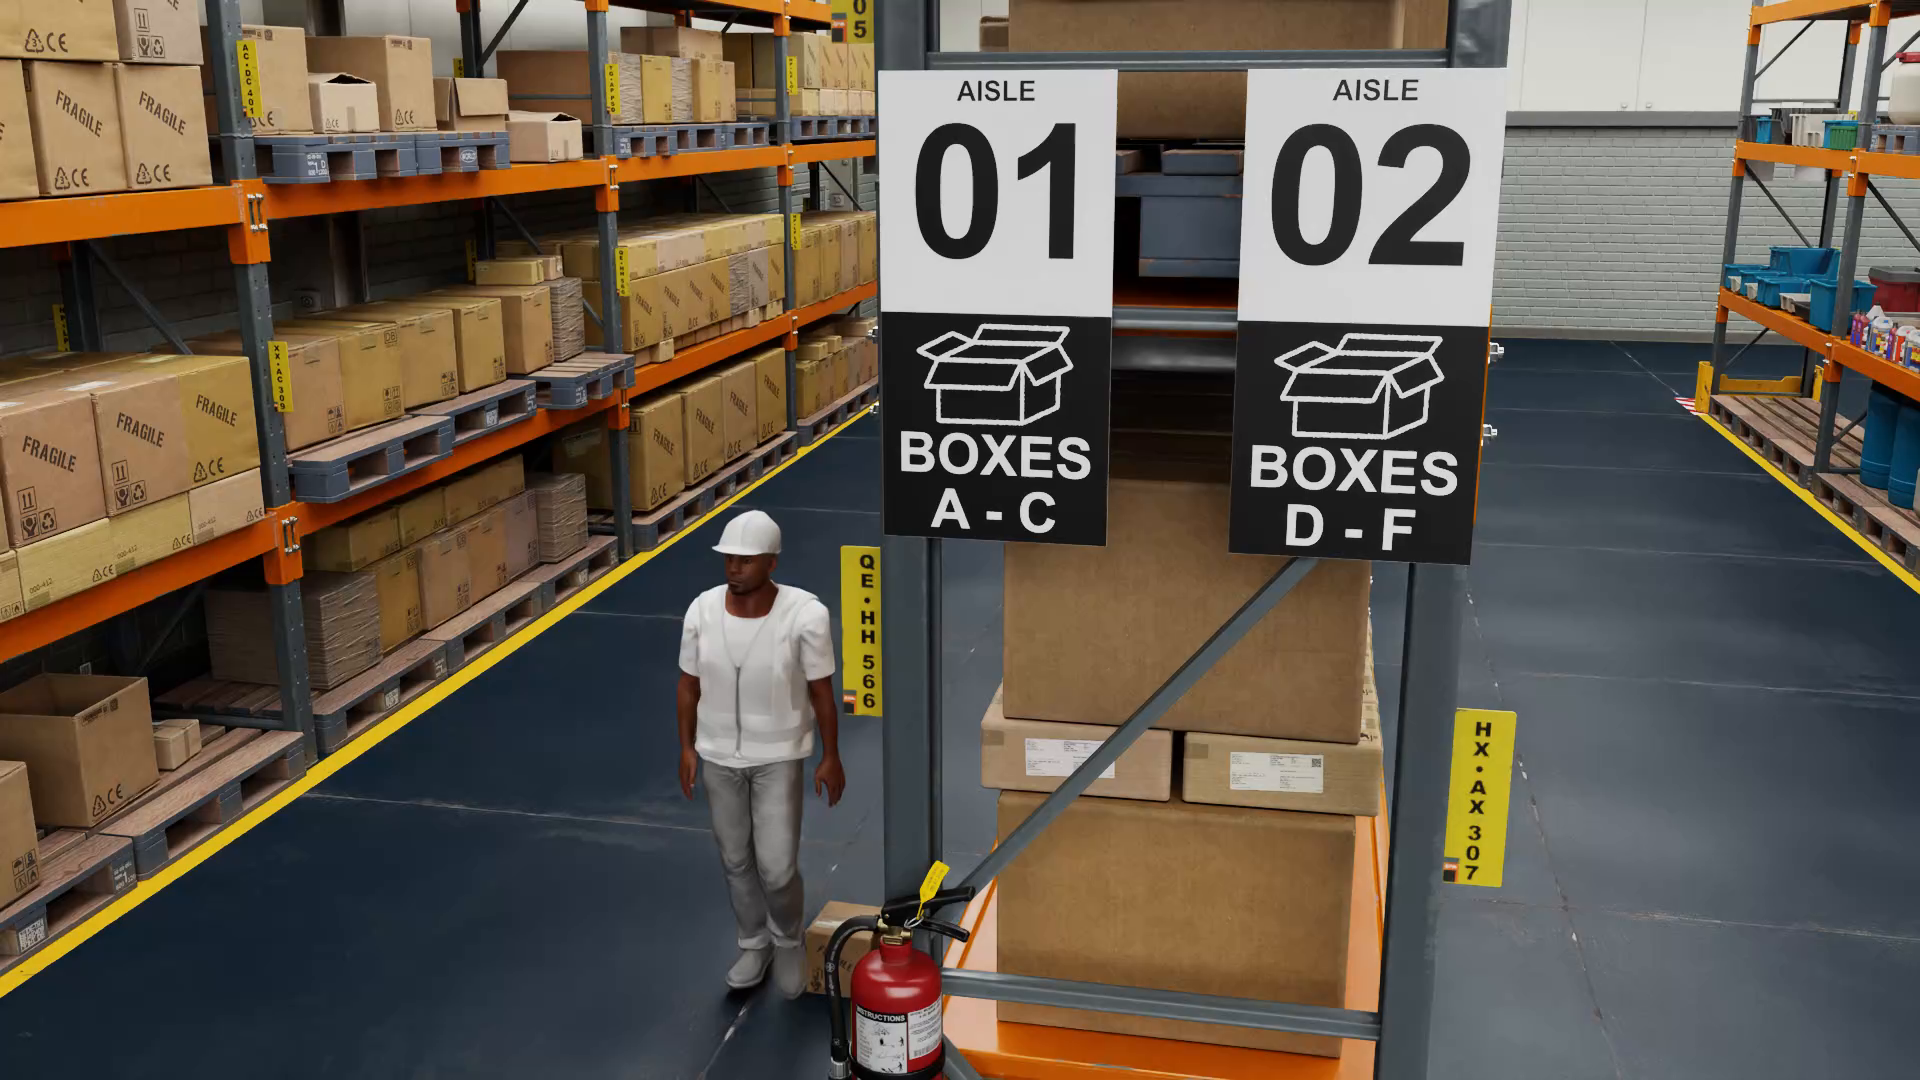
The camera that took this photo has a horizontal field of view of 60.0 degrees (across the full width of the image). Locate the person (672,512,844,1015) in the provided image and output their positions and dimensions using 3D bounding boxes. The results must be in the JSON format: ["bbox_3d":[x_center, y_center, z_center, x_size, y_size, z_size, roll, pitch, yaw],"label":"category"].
[{"bbox_3d":[-0.742,0.801,5.857,0.611,1.807,0.493,4,15,16],"label":"person"}]
